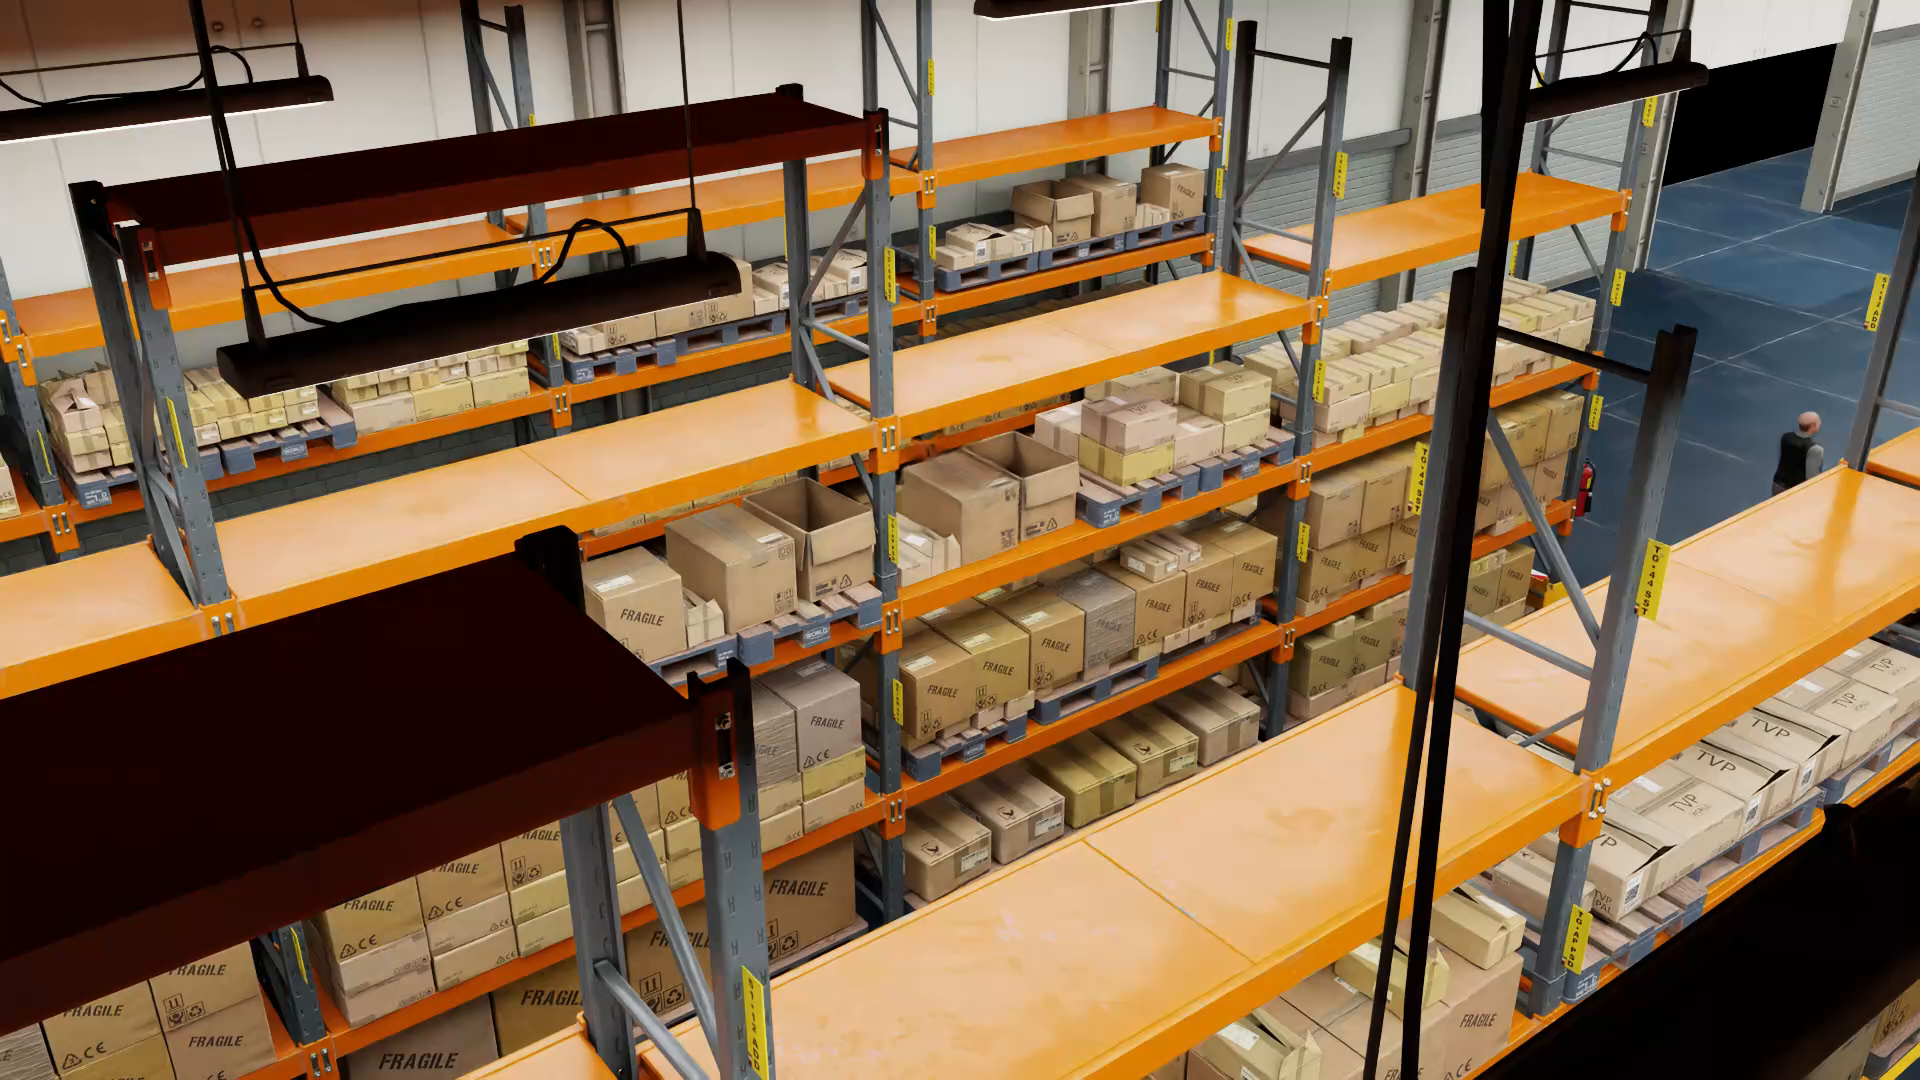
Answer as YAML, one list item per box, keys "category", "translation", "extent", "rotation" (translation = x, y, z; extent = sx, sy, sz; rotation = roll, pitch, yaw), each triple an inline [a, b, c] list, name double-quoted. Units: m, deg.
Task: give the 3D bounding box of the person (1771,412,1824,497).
- category: "person"
  translation: [8.680, -0.507, 17.231]
  extent: [0.657, 1.769, 0.560]
  rotation: [-11, 28, -22]
